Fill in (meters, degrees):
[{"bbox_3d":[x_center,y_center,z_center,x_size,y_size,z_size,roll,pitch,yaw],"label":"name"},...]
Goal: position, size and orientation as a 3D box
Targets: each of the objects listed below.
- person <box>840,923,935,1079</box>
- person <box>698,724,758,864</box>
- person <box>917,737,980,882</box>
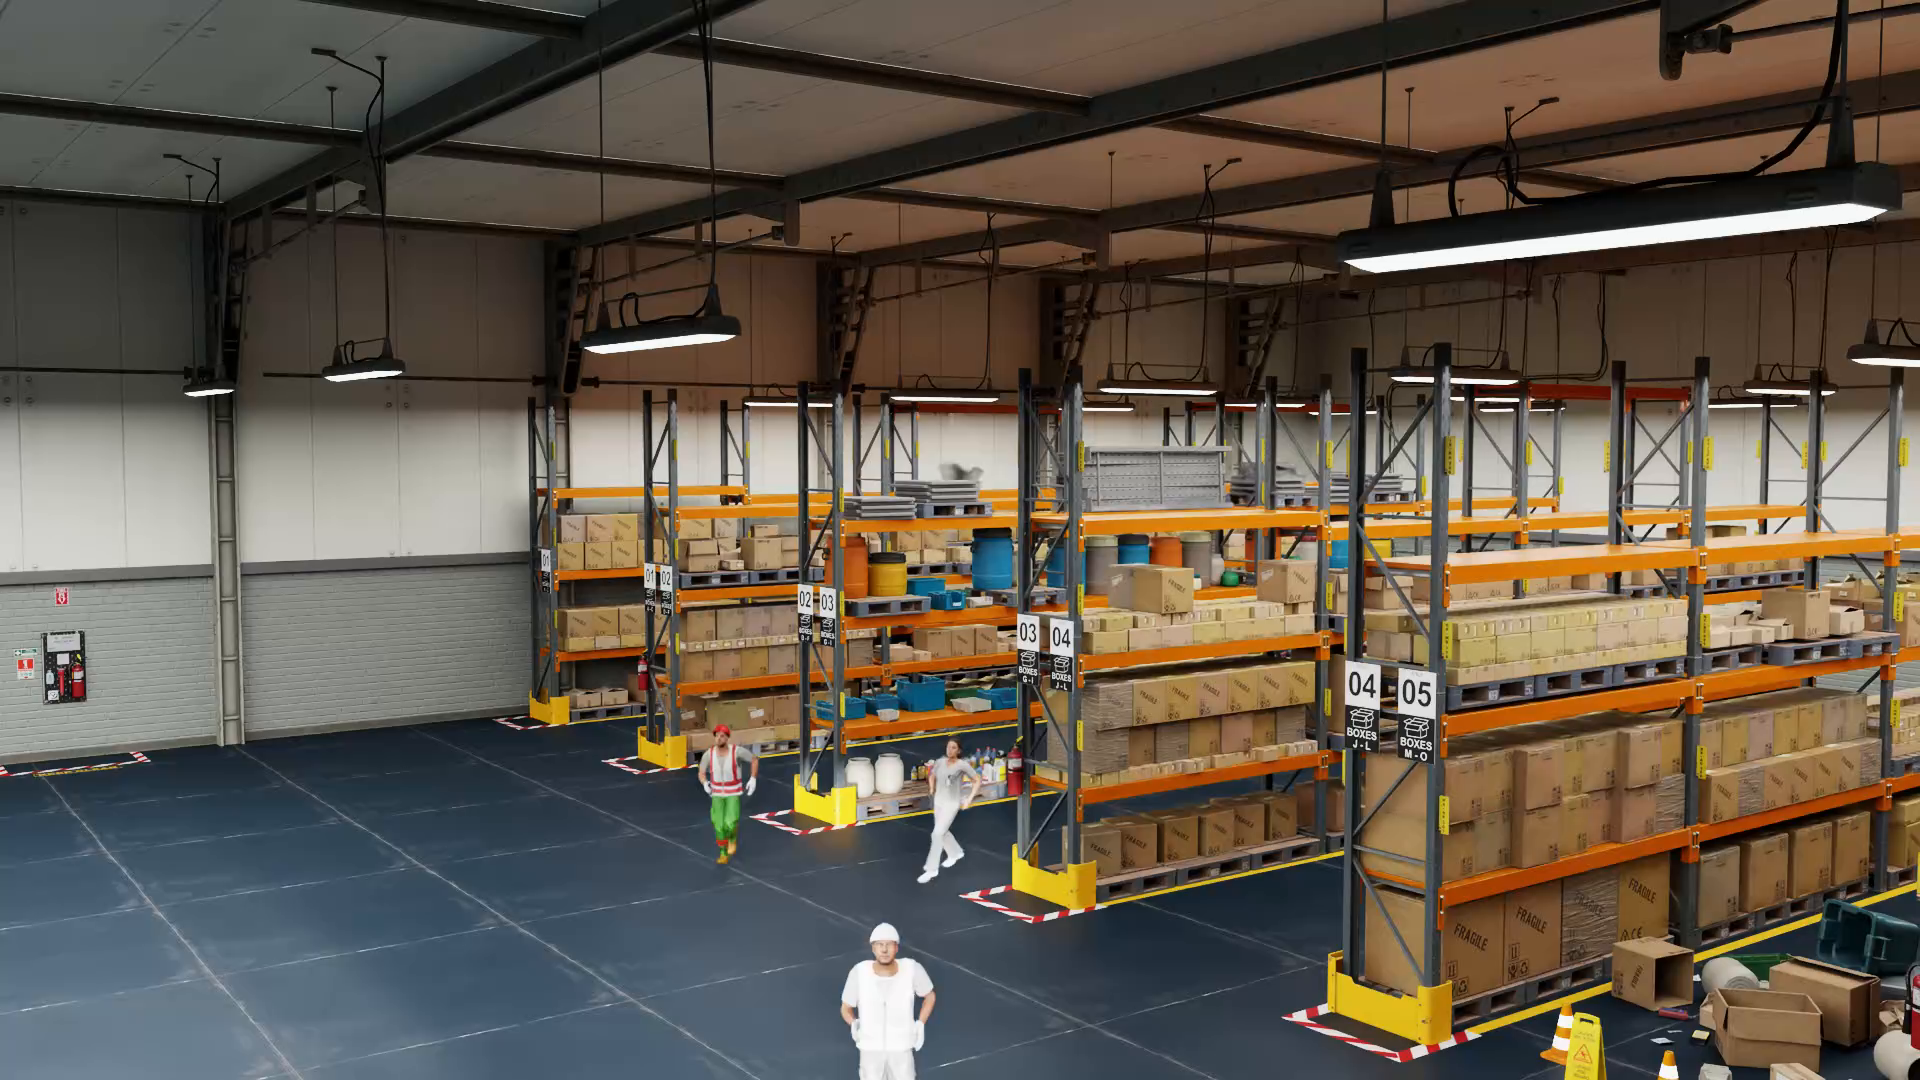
[{"bbox_3d":[-0.517,3.590,11.730,0.669,1.737,0.589,0,3,1],"label":"person"},{"bbox_3d":[-2.833,3.099,20.158,0.696,1.736,0.698,0,3,6],"label":"person"},{"bbox_3d":[-0.140,3.168,19.701,0.626,1.665,0.871,3,4,40],"label":"person"}]
